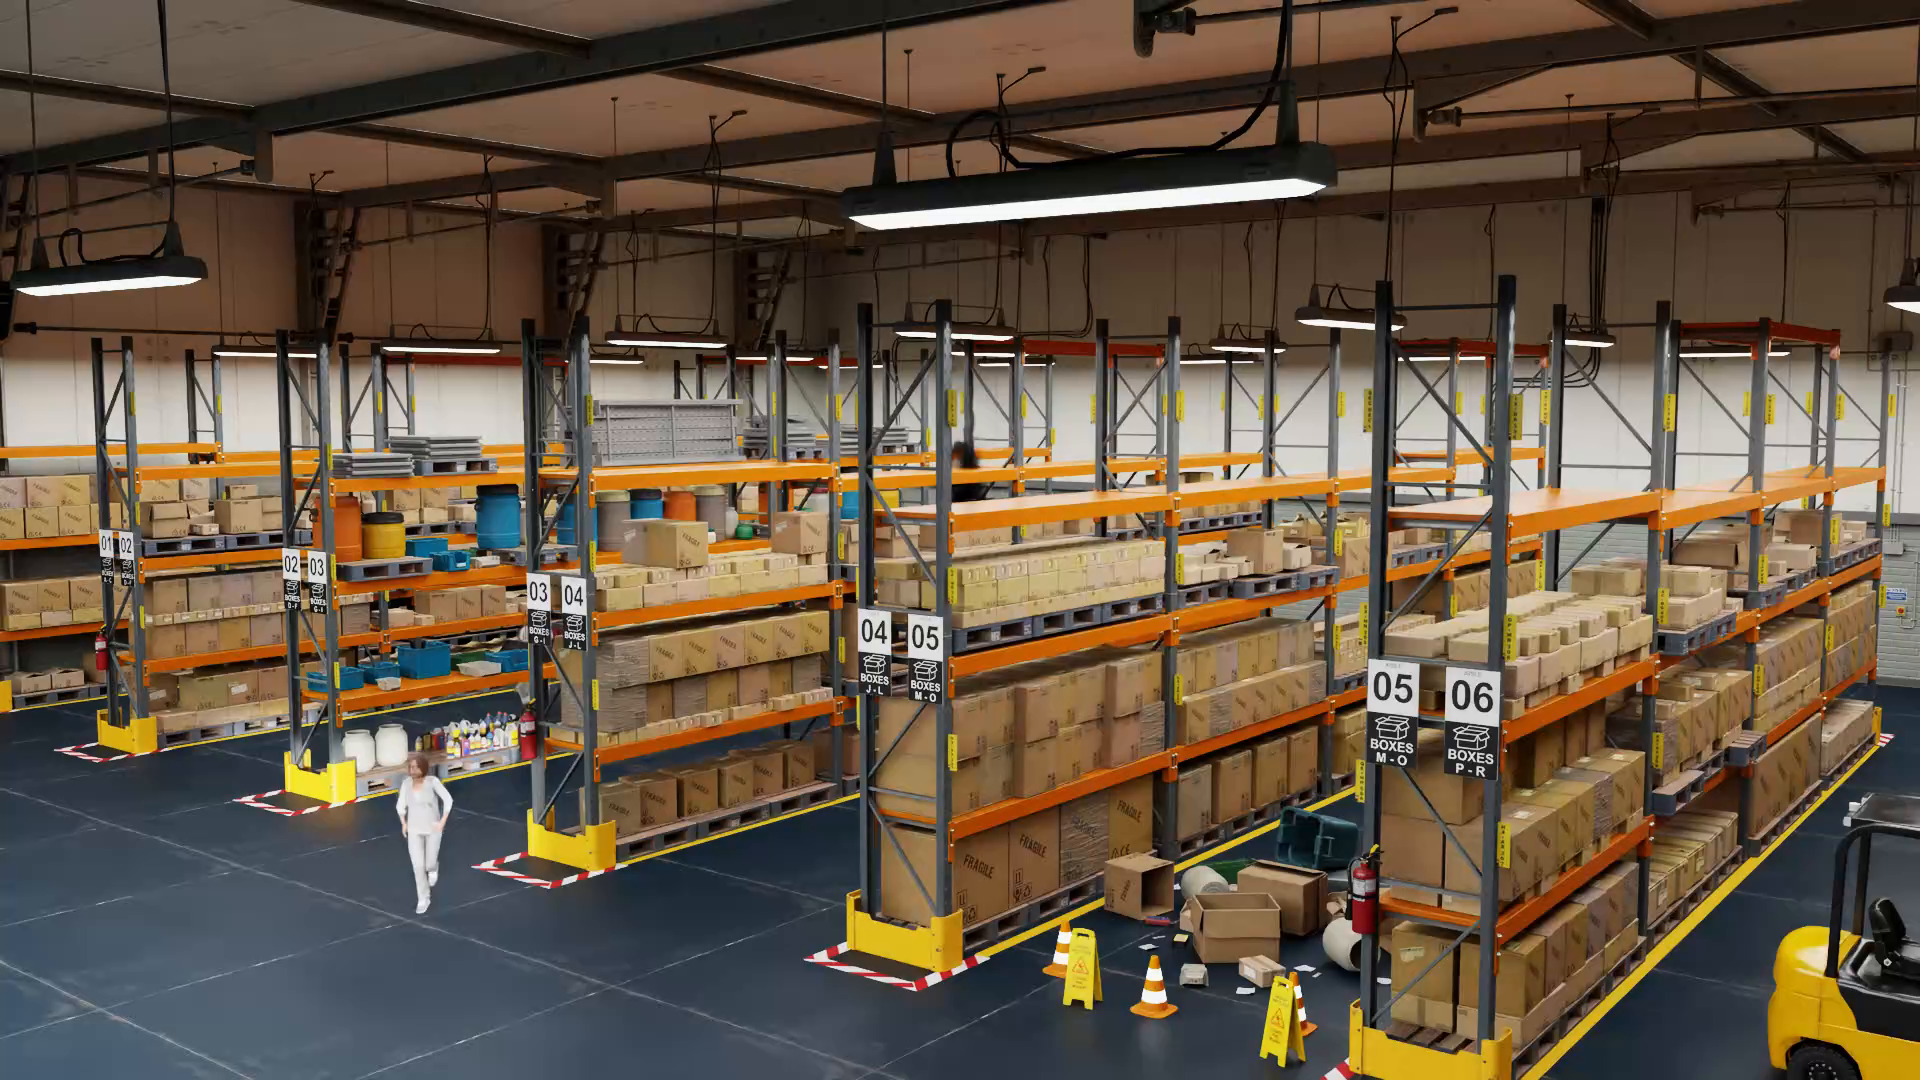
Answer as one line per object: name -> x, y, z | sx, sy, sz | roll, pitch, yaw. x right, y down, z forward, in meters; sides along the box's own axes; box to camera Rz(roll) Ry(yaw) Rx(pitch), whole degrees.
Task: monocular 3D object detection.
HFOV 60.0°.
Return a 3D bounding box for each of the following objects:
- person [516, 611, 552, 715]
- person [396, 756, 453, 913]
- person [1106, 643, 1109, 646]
person -> -6.879, 1.975, 26.699 | 0.653, 1.735, 0.621 | 3, 6, 28
person -> -5.401, 2.935, 16.818 | 0.549, 1.584, 0.608 | 0, 5, -4
person -> 2.006, 2.241, 23.697 | 0.720, 1.738, 0.787 | 3, 6, 29
